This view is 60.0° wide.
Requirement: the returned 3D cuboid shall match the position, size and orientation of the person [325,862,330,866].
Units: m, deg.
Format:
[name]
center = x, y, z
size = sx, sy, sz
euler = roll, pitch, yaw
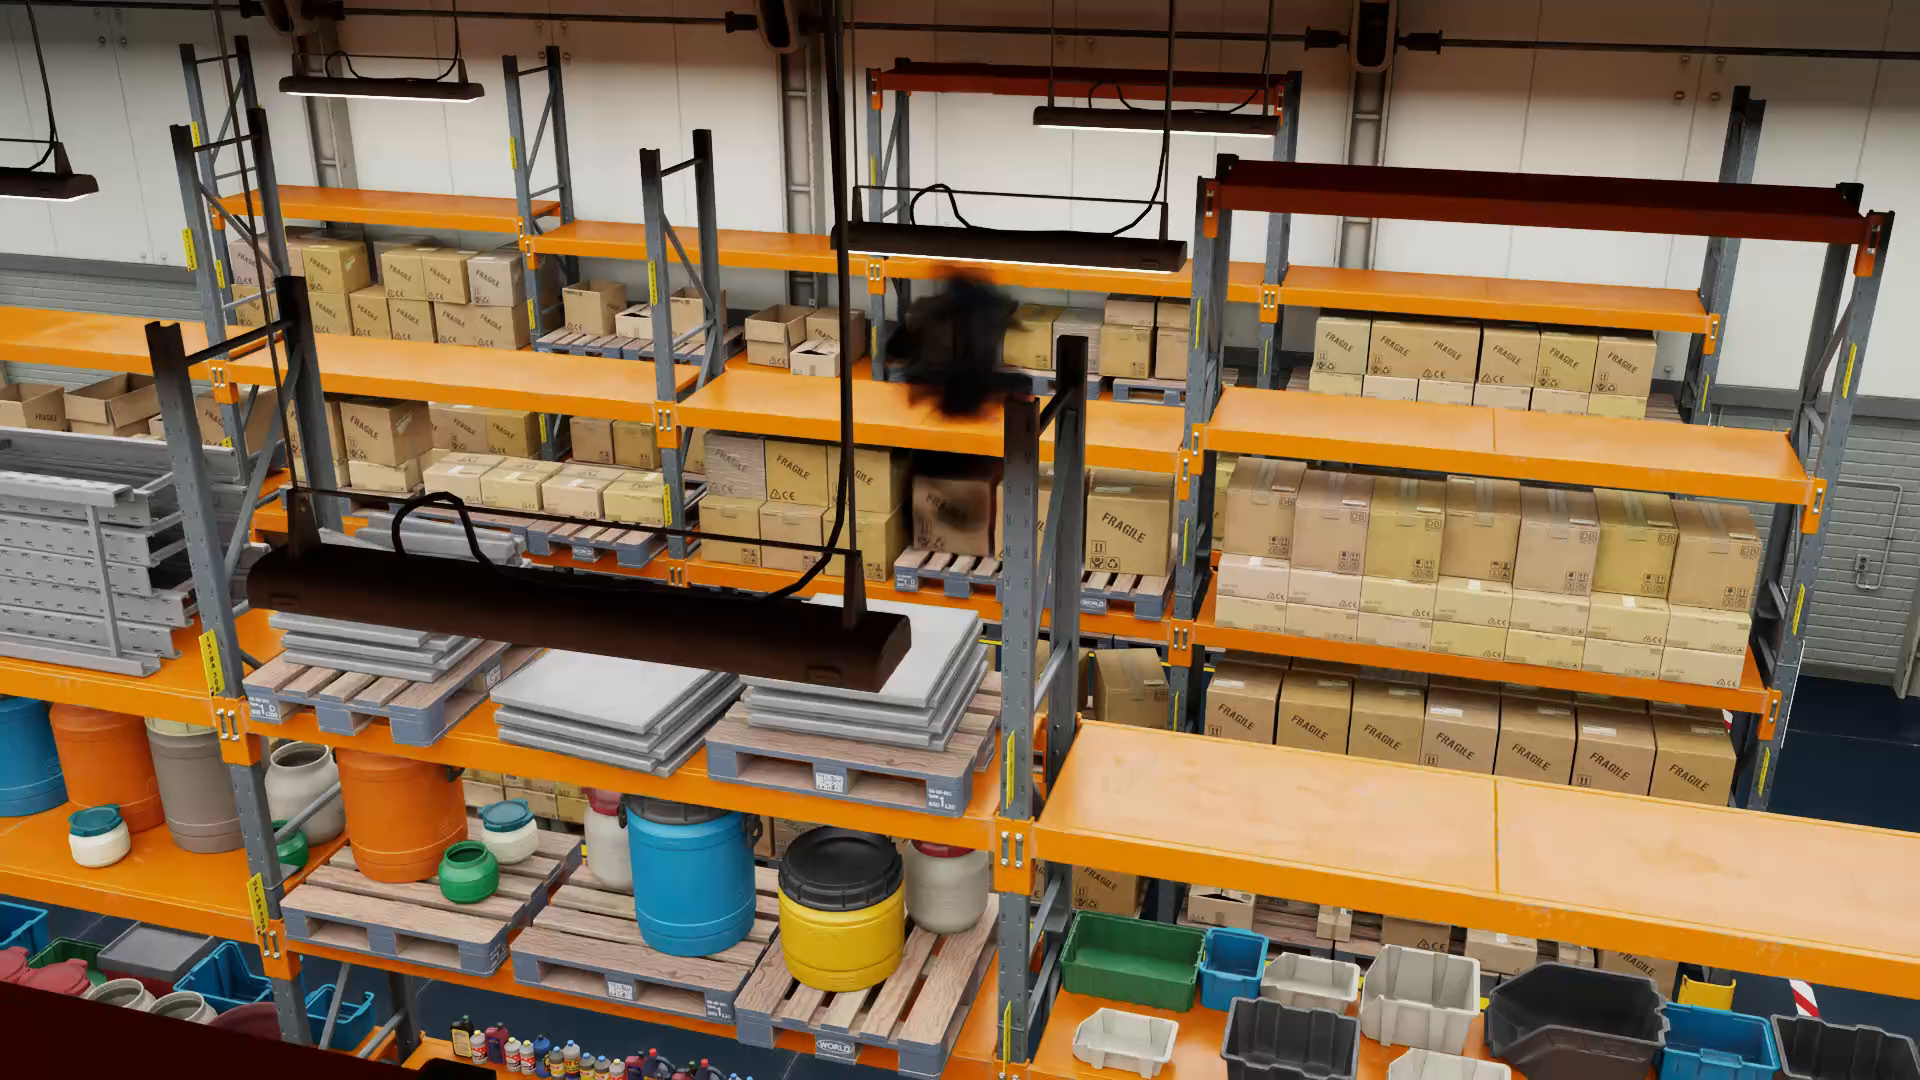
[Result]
[person]
center = -5.004, 2.456, 12.772
size = 0.644, 1.578, 0.510
euler = 5, 23, 12
